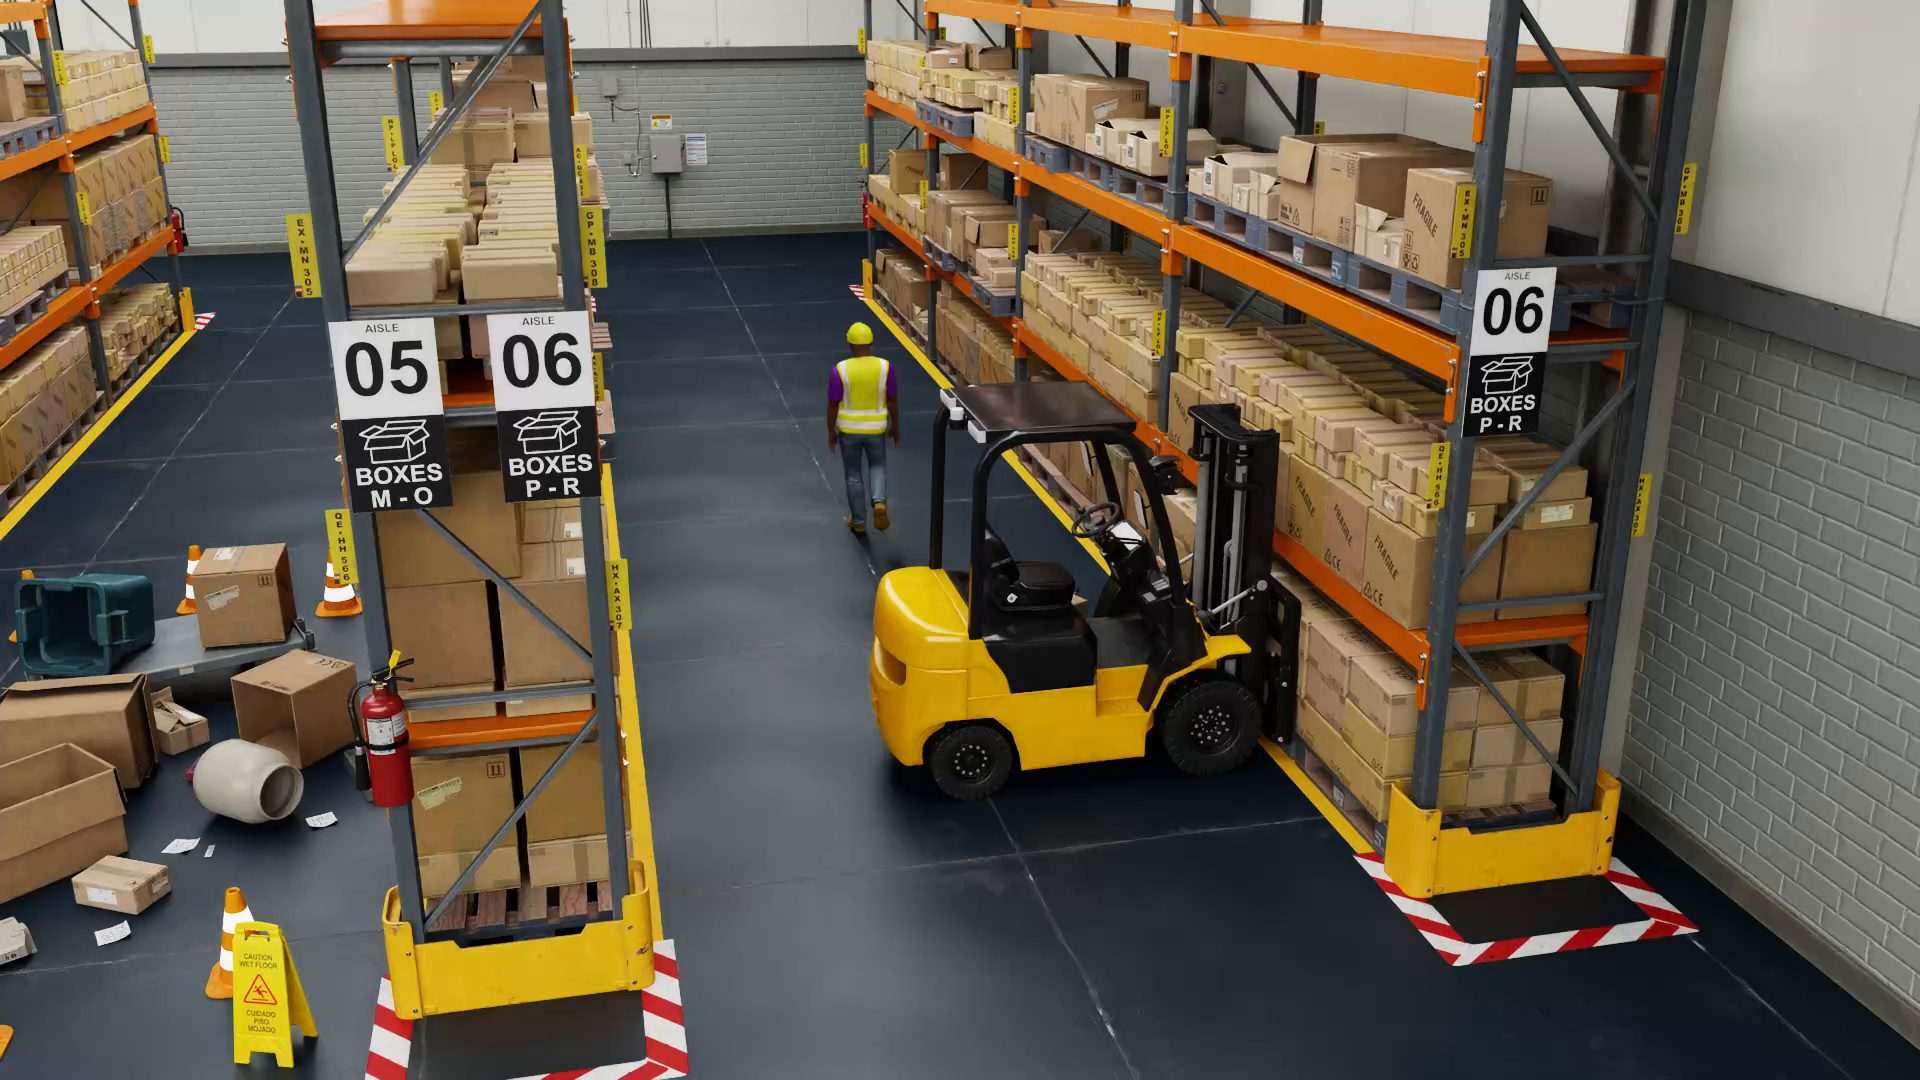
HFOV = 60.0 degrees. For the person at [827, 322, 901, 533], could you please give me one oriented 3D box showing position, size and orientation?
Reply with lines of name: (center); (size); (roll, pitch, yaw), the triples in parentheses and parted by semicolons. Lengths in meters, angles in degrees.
person: (-0.776, -0.899, 13.494); (0.609, 1.757, 0.563); (-4, 20, -11)
